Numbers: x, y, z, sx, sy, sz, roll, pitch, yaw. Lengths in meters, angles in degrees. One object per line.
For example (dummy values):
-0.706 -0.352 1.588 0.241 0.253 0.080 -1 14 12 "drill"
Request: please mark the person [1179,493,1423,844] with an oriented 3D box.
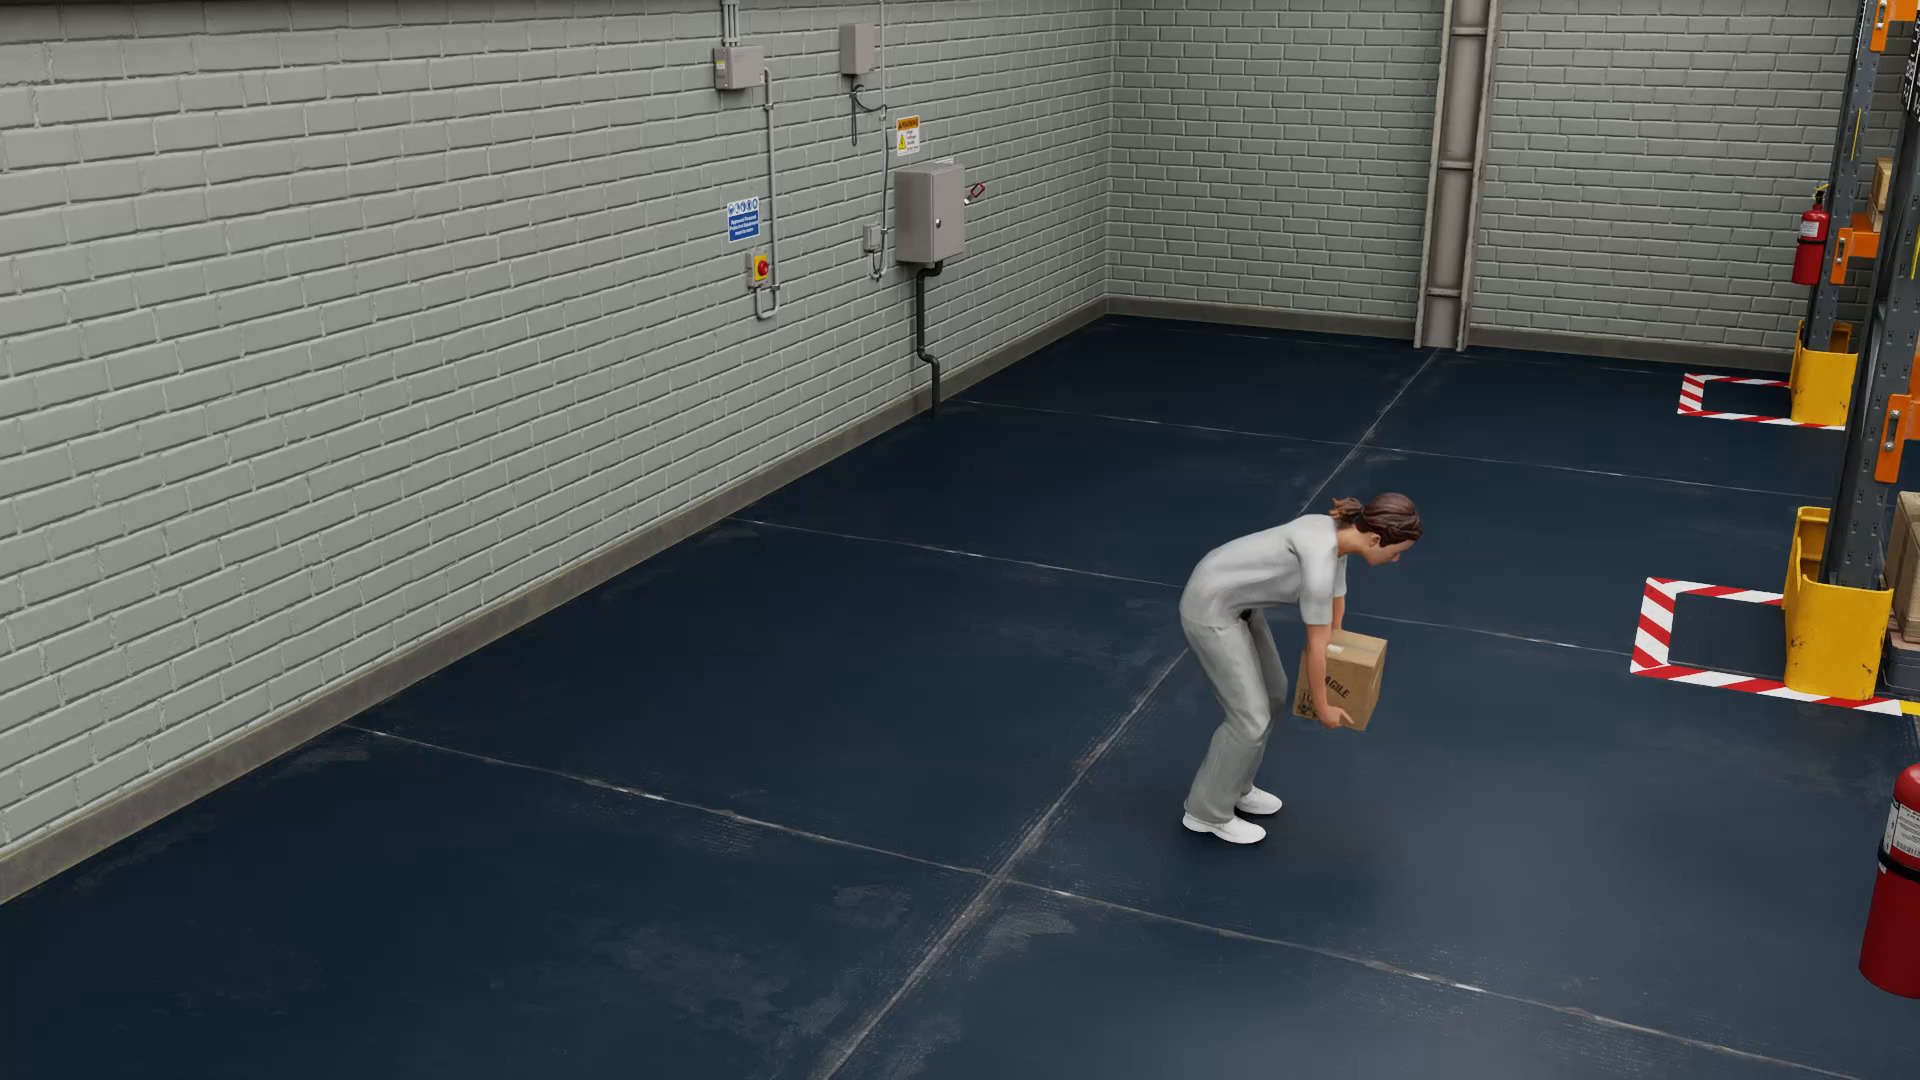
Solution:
1.171 0.436 5.862 0.802 1.318 0.423 8 21 21 "person"
